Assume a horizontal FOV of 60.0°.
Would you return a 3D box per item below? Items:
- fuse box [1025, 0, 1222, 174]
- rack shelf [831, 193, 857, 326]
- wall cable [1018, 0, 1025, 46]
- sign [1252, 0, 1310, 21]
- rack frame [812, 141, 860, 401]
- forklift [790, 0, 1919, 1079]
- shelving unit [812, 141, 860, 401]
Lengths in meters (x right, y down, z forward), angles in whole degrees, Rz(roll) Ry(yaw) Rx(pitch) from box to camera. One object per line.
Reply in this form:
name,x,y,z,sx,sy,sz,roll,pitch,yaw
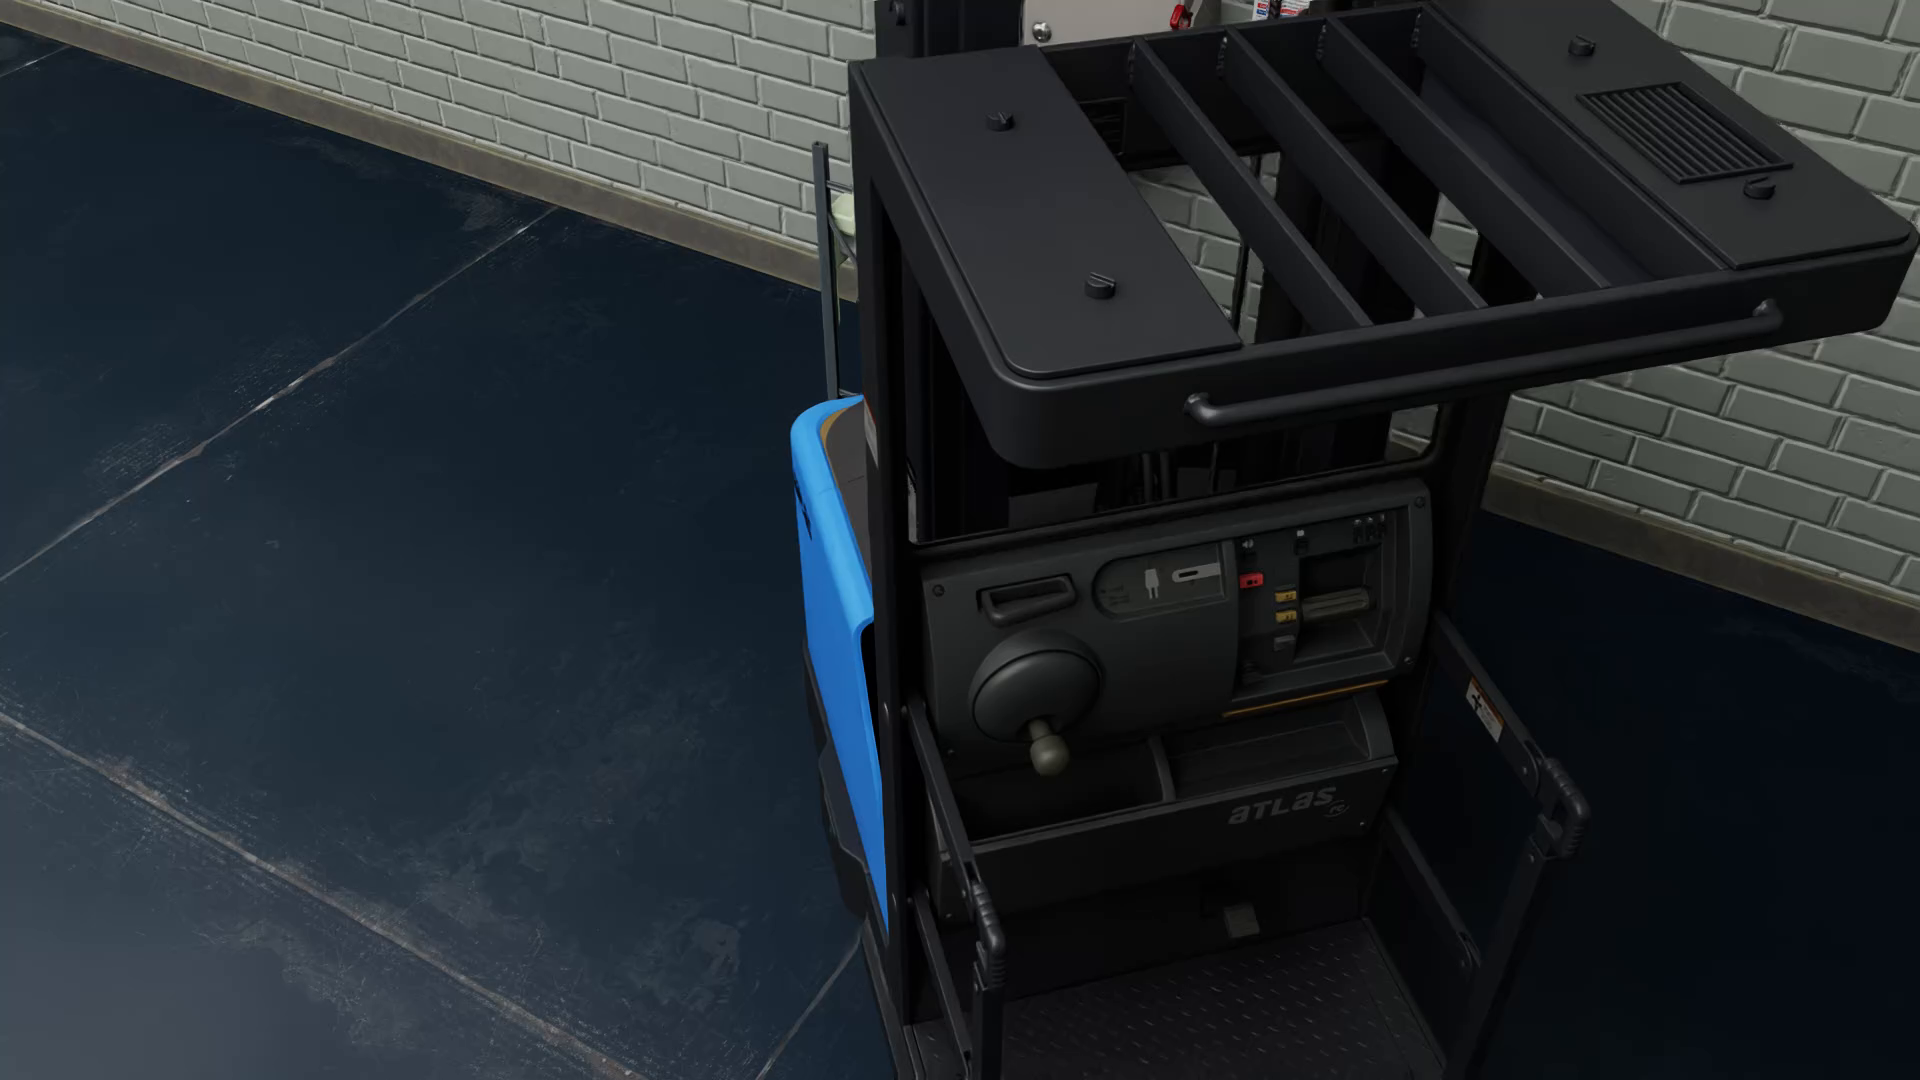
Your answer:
fuse box,0.456,-1.073,5.174,0.539,1.711,0.414,21,45,22
rack shelf,-0.003,-0.852,4.492,0.431,0.370,0.720,21,45,22
wall cable,-0.056,-2.254,4.771,0.588,1.984,0.122,21,45,22
sign,0.987,-1.476,4.729,0.329,0.494,0.001,21,45,22
rack frame,-0.186,-0.350,4.512,0.400,1.500,0.023,21,45,22
forklift,0.453,0.239,2.761,1.130,2.935,3.031,-10,42,-11
shelving unit,-0.003,-0.559,4.750,0.431,1.500,0.755,21,45,22
